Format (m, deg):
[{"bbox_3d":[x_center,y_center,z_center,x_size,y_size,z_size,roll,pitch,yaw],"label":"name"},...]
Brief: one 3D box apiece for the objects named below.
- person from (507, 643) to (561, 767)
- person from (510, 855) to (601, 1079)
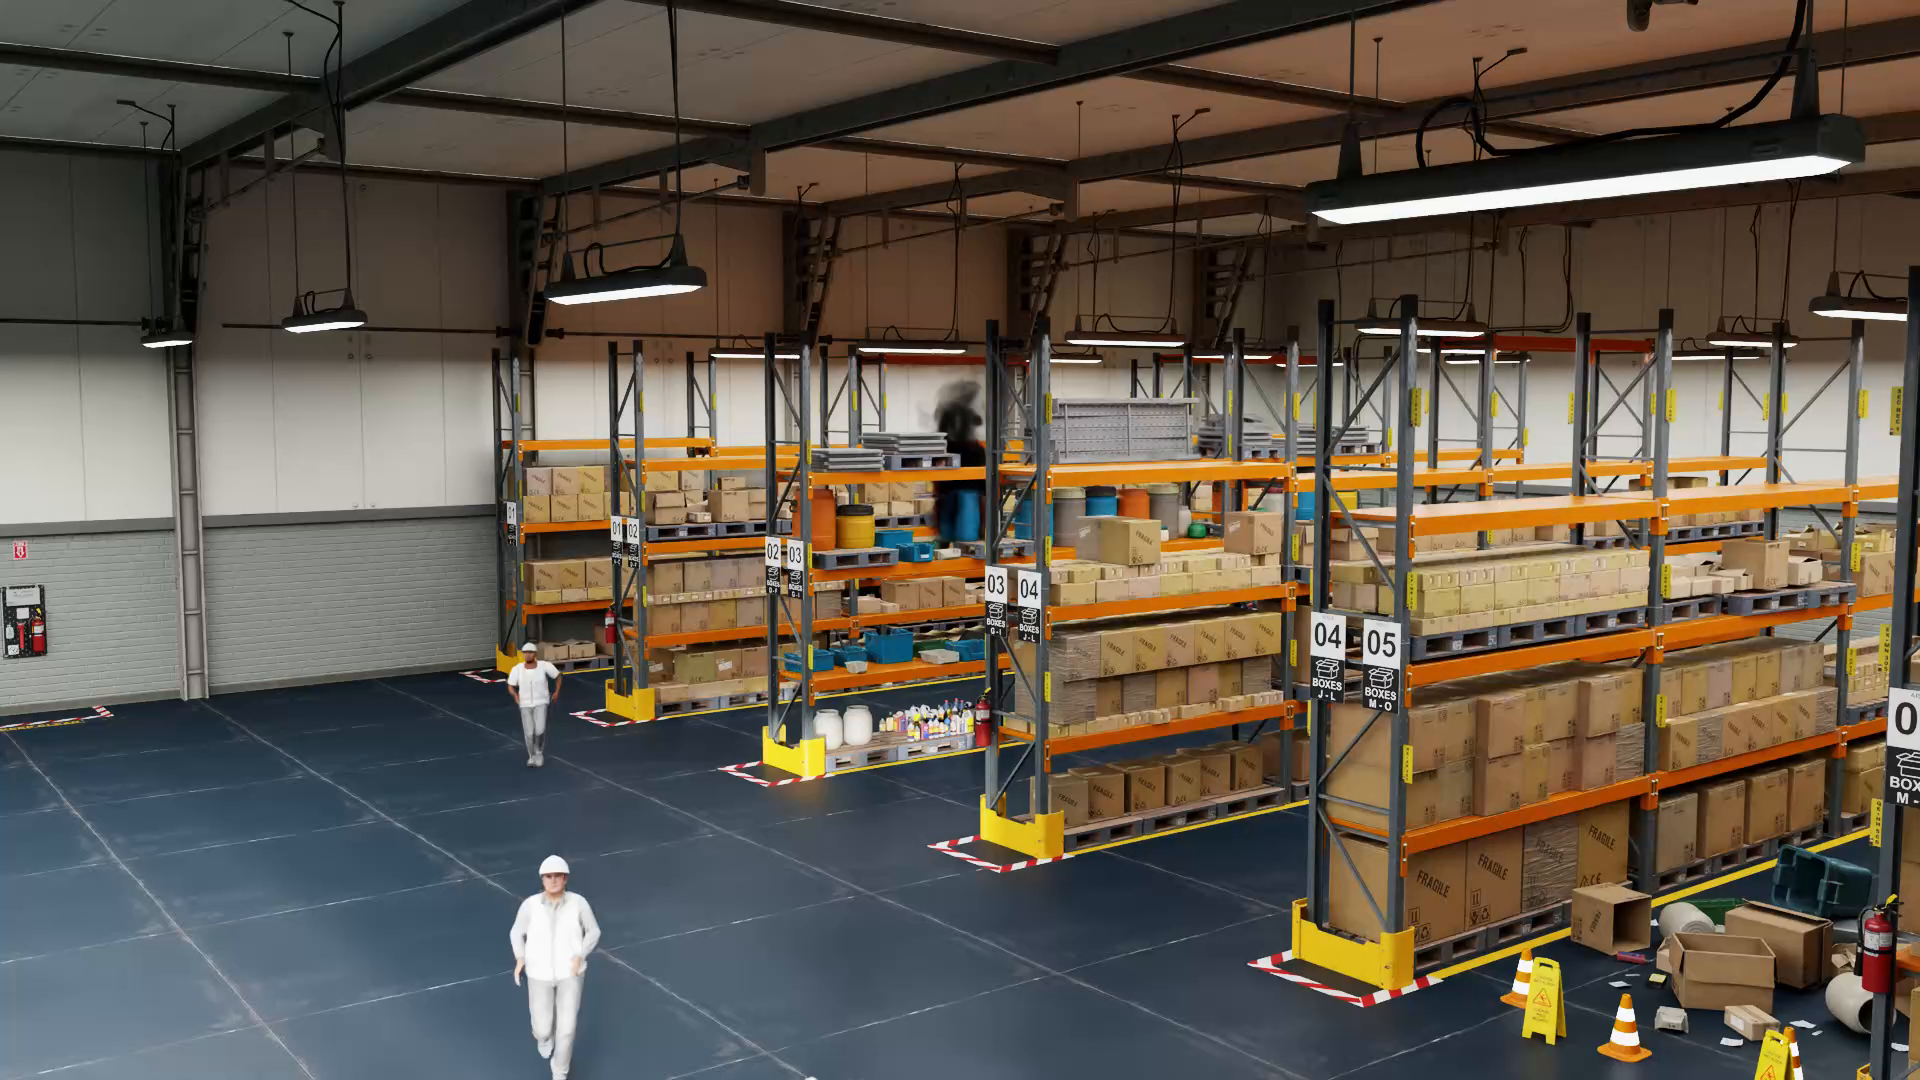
[{"bbox_3d":[-5.901,2.281,22.975,0.692,1.725,0.633,-1,5,-7],"label":"person"},{"bbox_3d":[-3.029,3.218,12.459,0.665,1.729,0.583,-1,5,-11],"label":"person"}]
